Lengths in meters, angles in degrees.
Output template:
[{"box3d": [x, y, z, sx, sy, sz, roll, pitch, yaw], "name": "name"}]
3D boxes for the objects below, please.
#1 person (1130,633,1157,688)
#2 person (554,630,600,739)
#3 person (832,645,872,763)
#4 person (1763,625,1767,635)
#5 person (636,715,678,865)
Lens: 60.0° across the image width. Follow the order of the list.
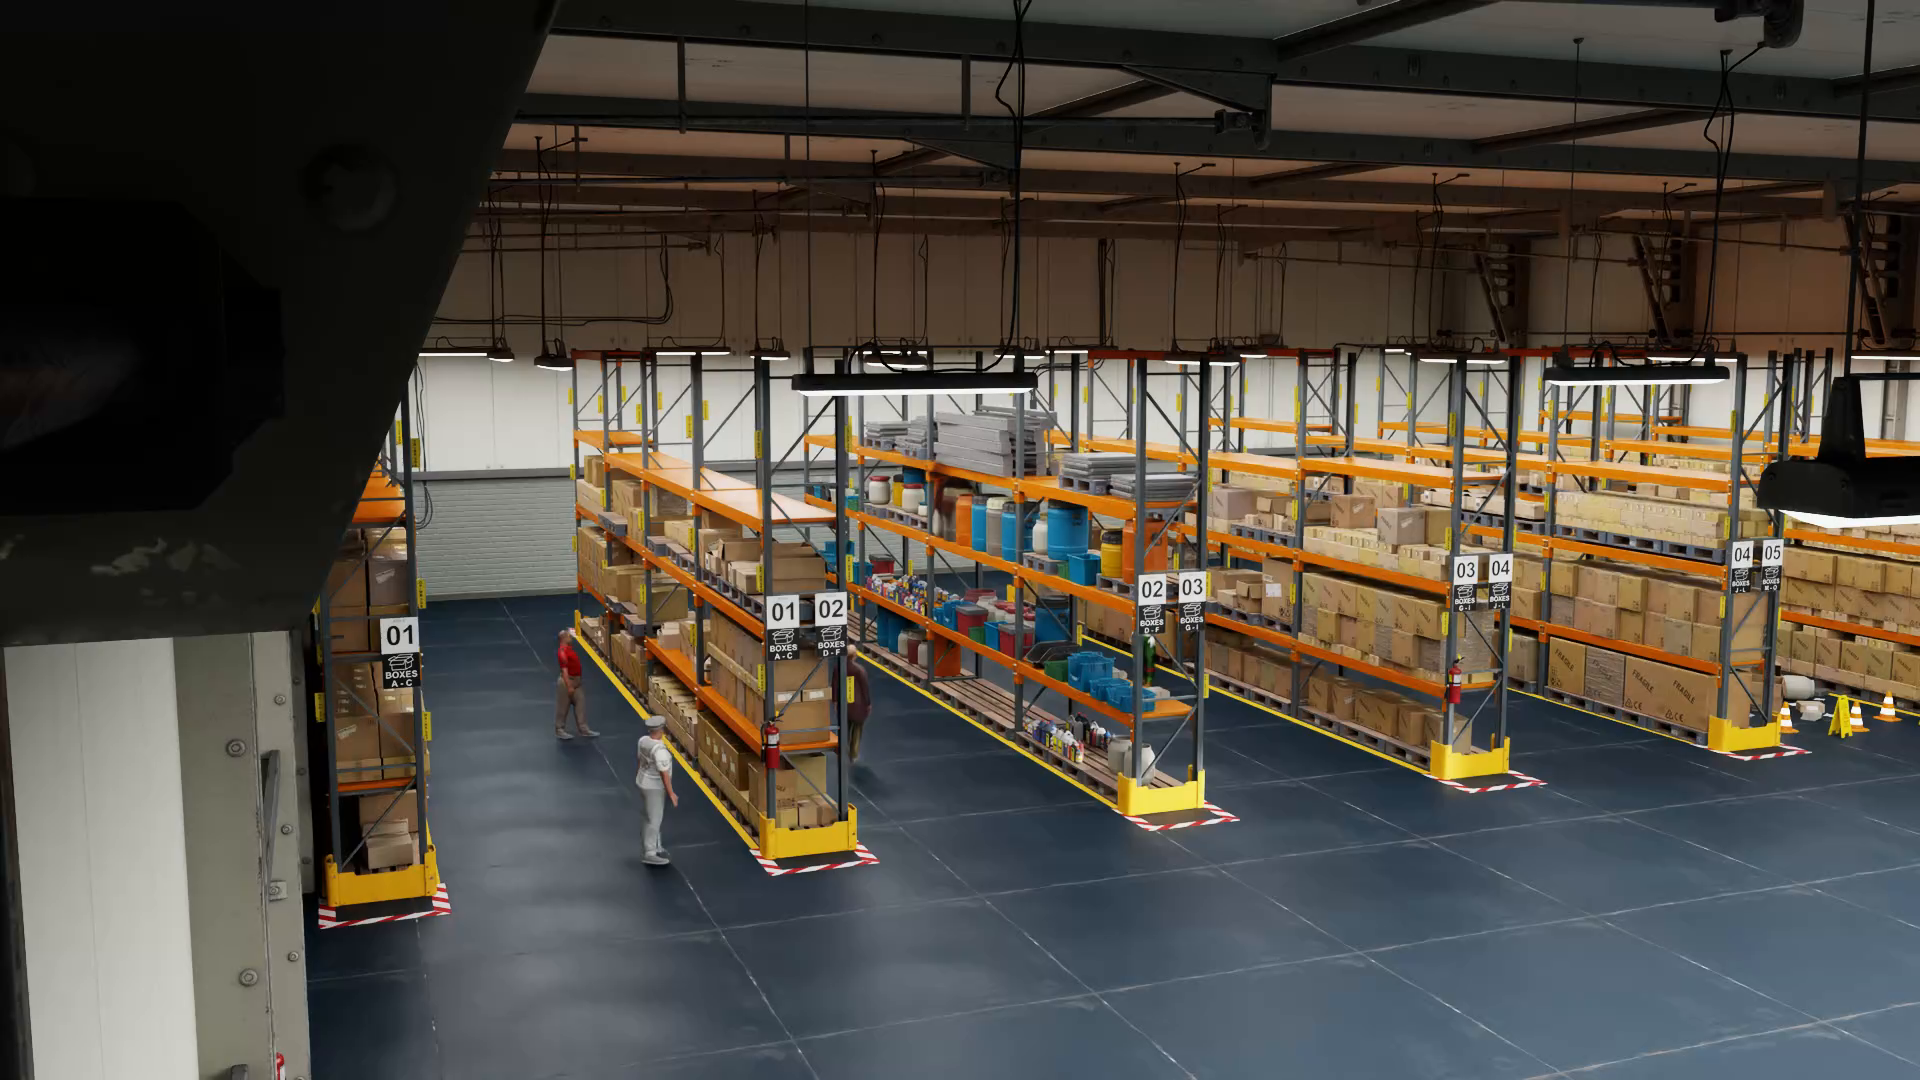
[{"box3d": [3.328, 1.748, 29.872, 0.581, 1.788, 0.518, 4, 8, 30], "name": "person"}, {"box3d": [-6.031, 2.259, 25.947, 0.682, 1.712, 0.537, 2, 7, 14], "name": "person"}, {"box3d": [-1.590, 2.411, 24.410, 0.598, 1.787, 0.519, 2, 7, 15], "name": "person"}, {"box3d": [16.709, 1.162, 34.874, 0.560, 1.712, 0.641, -4, 8, -30], "name": "person"}, {"box3d": [-3.670, 3.005, 20.011, 0.456, 1.825, 0.676, -3, 8, -25], "name": "person"}]
